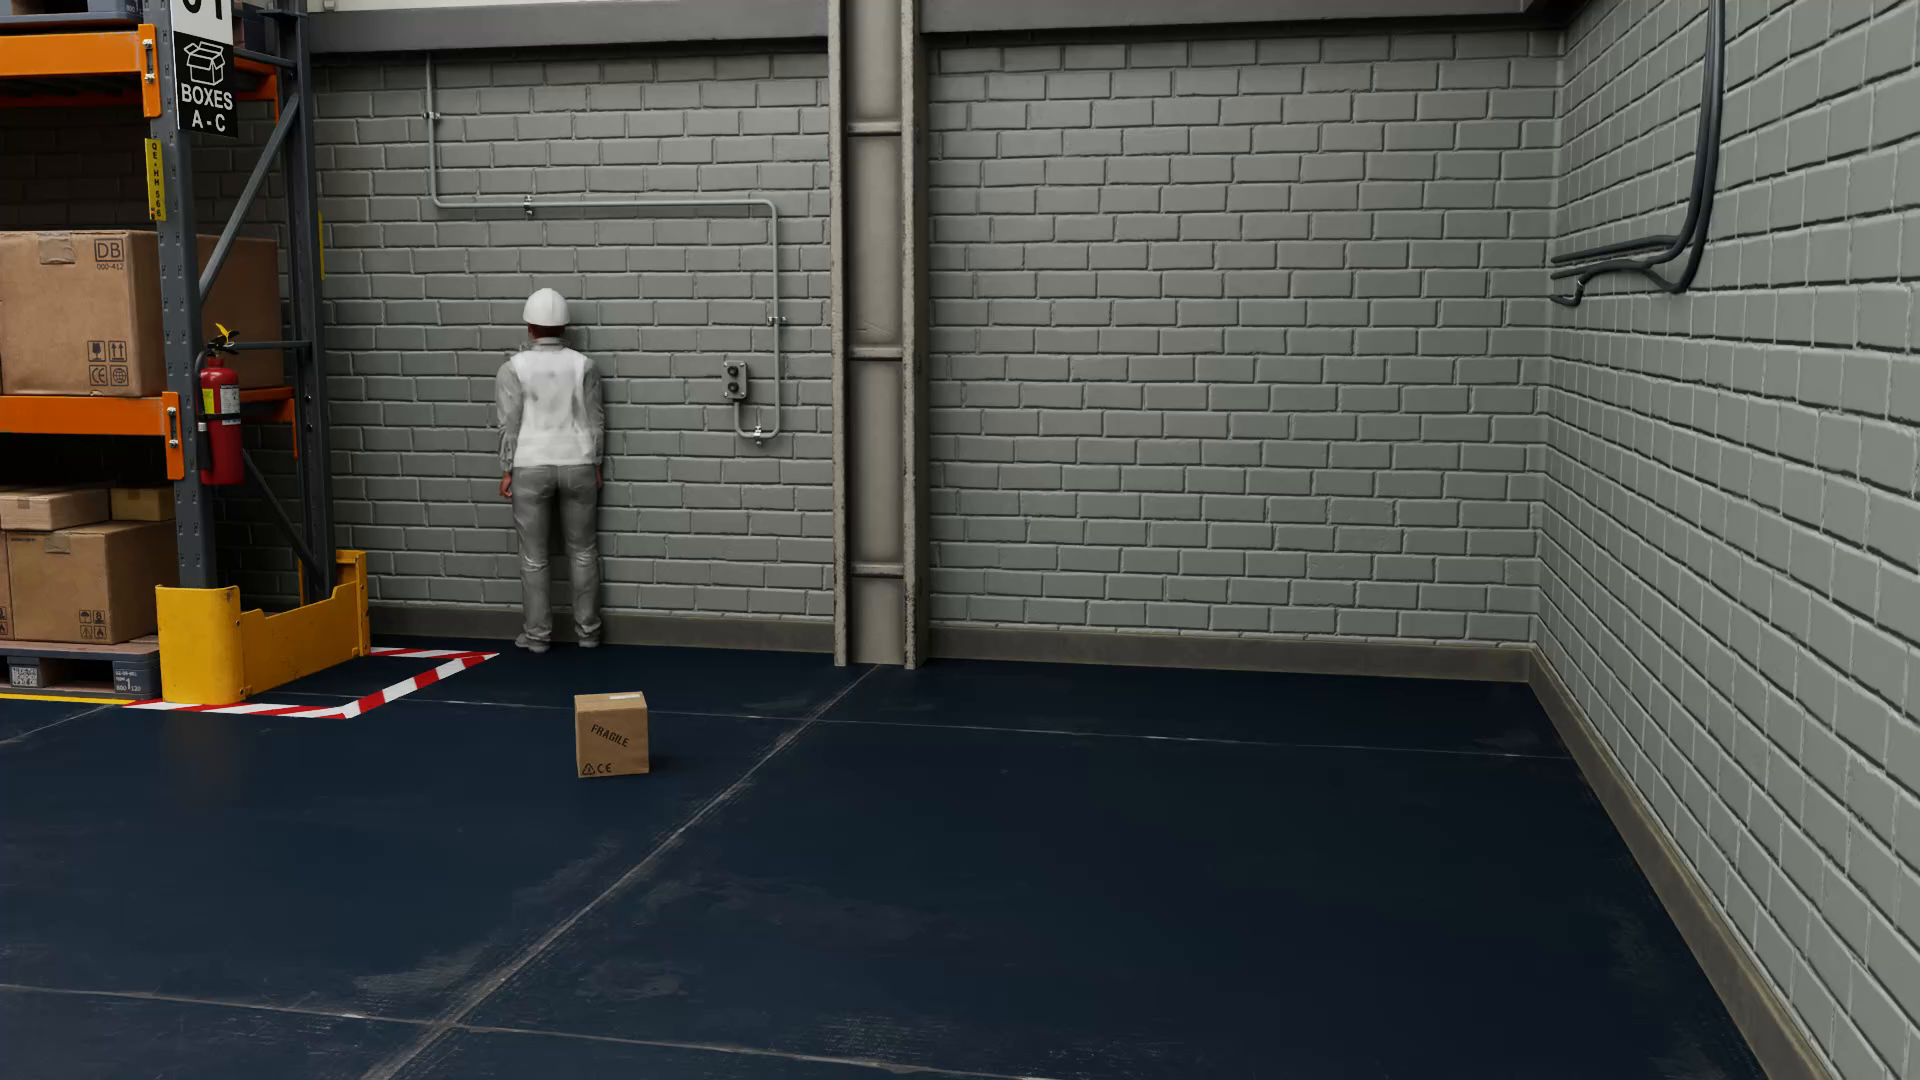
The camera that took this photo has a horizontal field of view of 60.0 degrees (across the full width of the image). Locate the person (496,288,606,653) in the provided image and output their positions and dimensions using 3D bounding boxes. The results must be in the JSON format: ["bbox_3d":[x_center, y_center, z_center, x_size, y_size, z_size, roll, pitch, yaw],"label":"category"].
[{"bbox_3d":[-2.006,-0.341,8.175,0.524,1.775,0.373,-4,9,-25],"label":"person"}]
